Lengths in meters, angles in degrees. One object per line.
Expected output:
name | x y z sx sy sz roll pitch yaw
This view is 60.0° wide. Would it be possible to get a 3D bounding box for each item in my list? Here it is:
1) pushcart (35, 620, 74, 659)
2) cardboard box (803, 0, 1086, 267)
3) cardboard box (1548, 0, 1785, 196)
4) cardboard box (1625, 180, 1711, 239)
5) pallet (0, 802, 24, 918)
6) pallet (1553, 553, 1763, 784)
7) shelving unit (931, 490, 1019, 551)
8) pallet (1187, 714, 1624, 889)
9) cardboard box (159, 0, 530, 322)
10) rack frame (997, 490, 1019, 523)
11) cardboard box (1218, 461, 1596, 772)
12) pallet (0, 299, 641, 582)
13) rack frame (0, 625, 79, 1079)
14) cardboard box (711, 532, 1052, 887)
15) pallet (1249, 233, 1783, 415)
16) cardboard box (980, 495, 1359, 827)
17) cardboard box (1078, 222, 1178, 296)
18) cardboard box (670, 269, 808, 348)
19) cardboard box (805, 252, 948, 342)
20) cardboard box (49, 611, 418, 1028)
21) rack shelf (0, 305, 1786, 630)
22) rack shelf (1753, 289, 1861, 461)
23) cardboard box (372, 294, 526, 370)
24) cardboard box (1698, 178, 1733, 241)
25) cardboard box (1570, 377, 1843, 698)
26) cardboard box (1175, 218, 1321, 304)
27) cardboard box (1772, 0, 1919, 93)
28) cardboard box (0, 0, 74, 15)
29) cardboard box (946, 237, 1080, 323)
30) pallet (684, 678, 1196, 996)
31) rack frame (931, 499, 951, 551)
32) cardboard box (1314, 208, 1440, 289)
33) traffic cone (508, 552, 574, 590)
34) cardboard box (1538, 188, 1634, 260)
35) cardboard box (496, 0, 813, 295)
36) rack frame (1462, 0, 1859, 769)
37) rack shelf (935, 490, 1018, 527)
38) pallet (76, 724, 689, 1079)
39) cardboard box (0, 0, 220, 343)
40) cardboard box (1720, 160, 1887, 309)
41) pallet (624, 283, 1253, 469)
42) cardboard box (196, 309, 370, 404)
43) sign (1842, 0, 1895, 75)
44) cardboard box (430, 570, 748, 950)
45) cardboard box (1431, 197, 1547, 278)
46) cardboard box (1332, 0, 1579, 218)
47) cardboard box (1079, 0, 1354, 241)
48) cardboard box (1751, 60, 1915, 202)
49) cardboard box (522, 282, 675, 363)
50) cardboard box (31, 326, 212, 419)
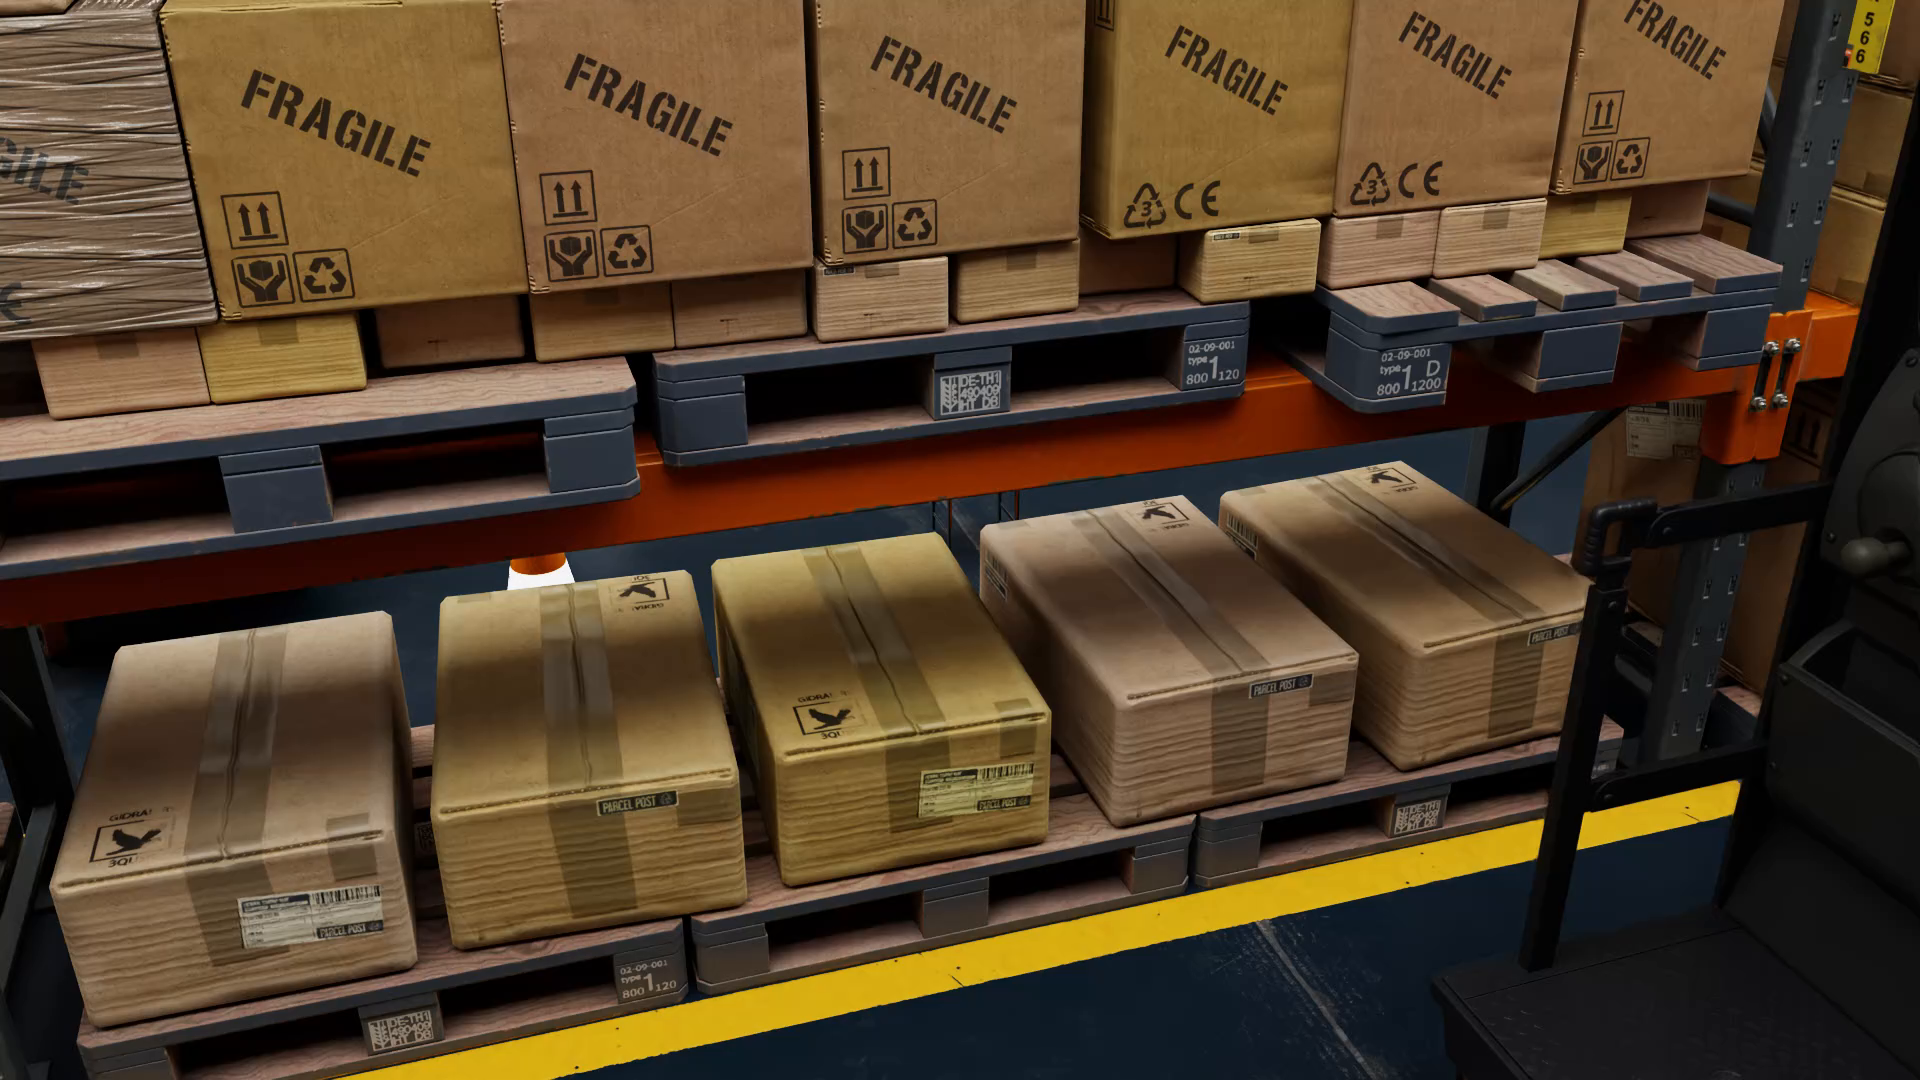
pushcart | -2.817 -0.124 5.576 0.936 0.377 1.648 -19 32 -33
cardboard box | -0.094 -0.858 3.186 0.500 0.500 0.500 -9 28 -18
cardboard box | 1.393 -1.079 3.630 0.500 0.500 0.500 -9 28 -18
cardboard box | 1.501 -0.824 3.846 0.250 0.149 0.380 -7 27 -14
pallet | -2.691 1.015 3.469 1.213 0.211 1.003 -8 28 -16
pallet | 2.513 0.280 4.949 1.213 0.211 1.003 -8 28 -16
shelving unit | 0.051 -0.478 5.531 0.252 1.050 0.215 -8 28 -16
pallet | 0.996 0.463 4.579 1.213 0.211 1.003 -8 28 -16
cardboard box | -1.053 -0.720 2.909 0.500 0.500 0.500 -8 28 -16
rack frame | 0.167 -0.494 5.565 0.008 1.050 0.200 -8 28 -16
cardboard box | 1.199 0.170 4.517 0.625 0.372 0.950 -10 28 -20
pallet | -1.292 -0.300 3.196 1.213 0.211 1.003 -8 28 -16
rack frame | -2.064 -0.342 3.065 0.127 3.000 1.000 -8 28 -16
cardboard box | -0.223 0.377 4.100 0.625 0.372 0.950 -7 27 -14
pallet | 1.095 -0.664 3.929 1.003 0.211 1.213 -8 28 -16
cardboard box | 0.500 0.275 4.306 0.625 0.372 0.950 -9 28 -17
cardboard box | 0.265 -0.646 3.488 0.250 0.149 0.380 -8 28 -16
cardboard box | -0.461 -0.513 3.220 0.250 0.149 0.380 -8 28 -16
cardboard box | -0.193 -0.528 3.250 0.250 0.149 0.380 -7 27 -14
cardboard box | -1.566 0.574 3.704 0.625 0.372 0.950 -8 27 -15
rack shelf | -0.162 -0.295 3.780 4.000 0.370 1.077 -8 28 -16
rack shelf | 3.641 -0.846 4.889 4.000 0.370 1.077 -8 28 -16
cardboard box | -0.954 -0.462 3.117 0.250 0.149 0.380 -6 27 -13
cardboard box | 2.140 -1.005 4.569 0.500 0.250 0.500 -9 28 -18
cardboard box | 2.422 -0.189 4.675 0.875 0.875 0.875 -8 28 -17
cardboard box | 0.543 -0.627 3.451 0.250 0.149 0.380 -8 27 -15
cardboard box | 2.284 -1.350 3.859 0.500 0.500 0.500 -9 28 -18
cardboard box | -1.507 -0.914 2.568 0.250 0.149 0.380 -8 28 -16
cardboard box | 0.052 -0.577 3.349 0.250 0.149 0.380 -9 28 -18
pallet | -0.162 0.630 4.244 1.213 0.211 1.003 -8 28 -16
rack frame | -0.065 -0.461 5.498 0.008 1.050 0.200 -8 28 -16
cardboard box | 0.801 -0.671 3.539 0.250 0.149 0.380 -10 28 -19
traffic cone | -1.318 0.032 5.166 0.334 0.463 0.336 -8 28 -16
cardboard box | 1.268 -0.756 3.710 0.250 0.149 0.380 -8 27 -15
cardboard box | -0.579 -0.783 3.034 0.500 0.500 0.500 -8 28 -16
rack frame | 1.740 -0.893 4.175 0.127 3.000 1.000 -8 28 -16
rack shelf | 0.051 -0.219 5.660 0.240 0.259 0.215 -8 28 -16
pallet | -1.324 0.799 3.902 1.213 0.211 1.003 -8 28 -16
cardboard box | -1.529 -0.651 2.769 0.500 0.500 0.500 -8 27 -15
cardboard box | 2.283 -0.786 4.130 0.500 0.250 0.500 -9 28 -17
pallet | -0.130 -0.517 3.633 1.213 0.211 1.003 -8 28 -16
cardboard box | -1.200 -0.391 2.974 0.250 0.149 0.380 -8 27 -15
sign | 1.917 -1.148 3.475 0.005 0.325 0.100 -8 28 -16
cardboard box | -0.883 0.473 3.906 0.625 0.372 0.950 -7 27 -13
cardboard box | 1.043 -0.702 3.602 0.250 0.149 0.380 -8 28 -17
cardboard box | 0.905 -1.003 3.477 0.500 0.500 0.500 -9 28 -17
cardboard box | 0.426 -0.933 3.336 0.500 0.500 0.500 -10 28 -20
cardboard box | 2.298 -1.015 4.027 0.500 0.250 0.500 -8 28 -16
cardboard box | -0.697 -0.480 3.153 0.250 0.149 0.380 -8 27 -15
cardboard box | -1.440 -0.360 2.912 0.250 0.149 0.380 -8 27 -15
